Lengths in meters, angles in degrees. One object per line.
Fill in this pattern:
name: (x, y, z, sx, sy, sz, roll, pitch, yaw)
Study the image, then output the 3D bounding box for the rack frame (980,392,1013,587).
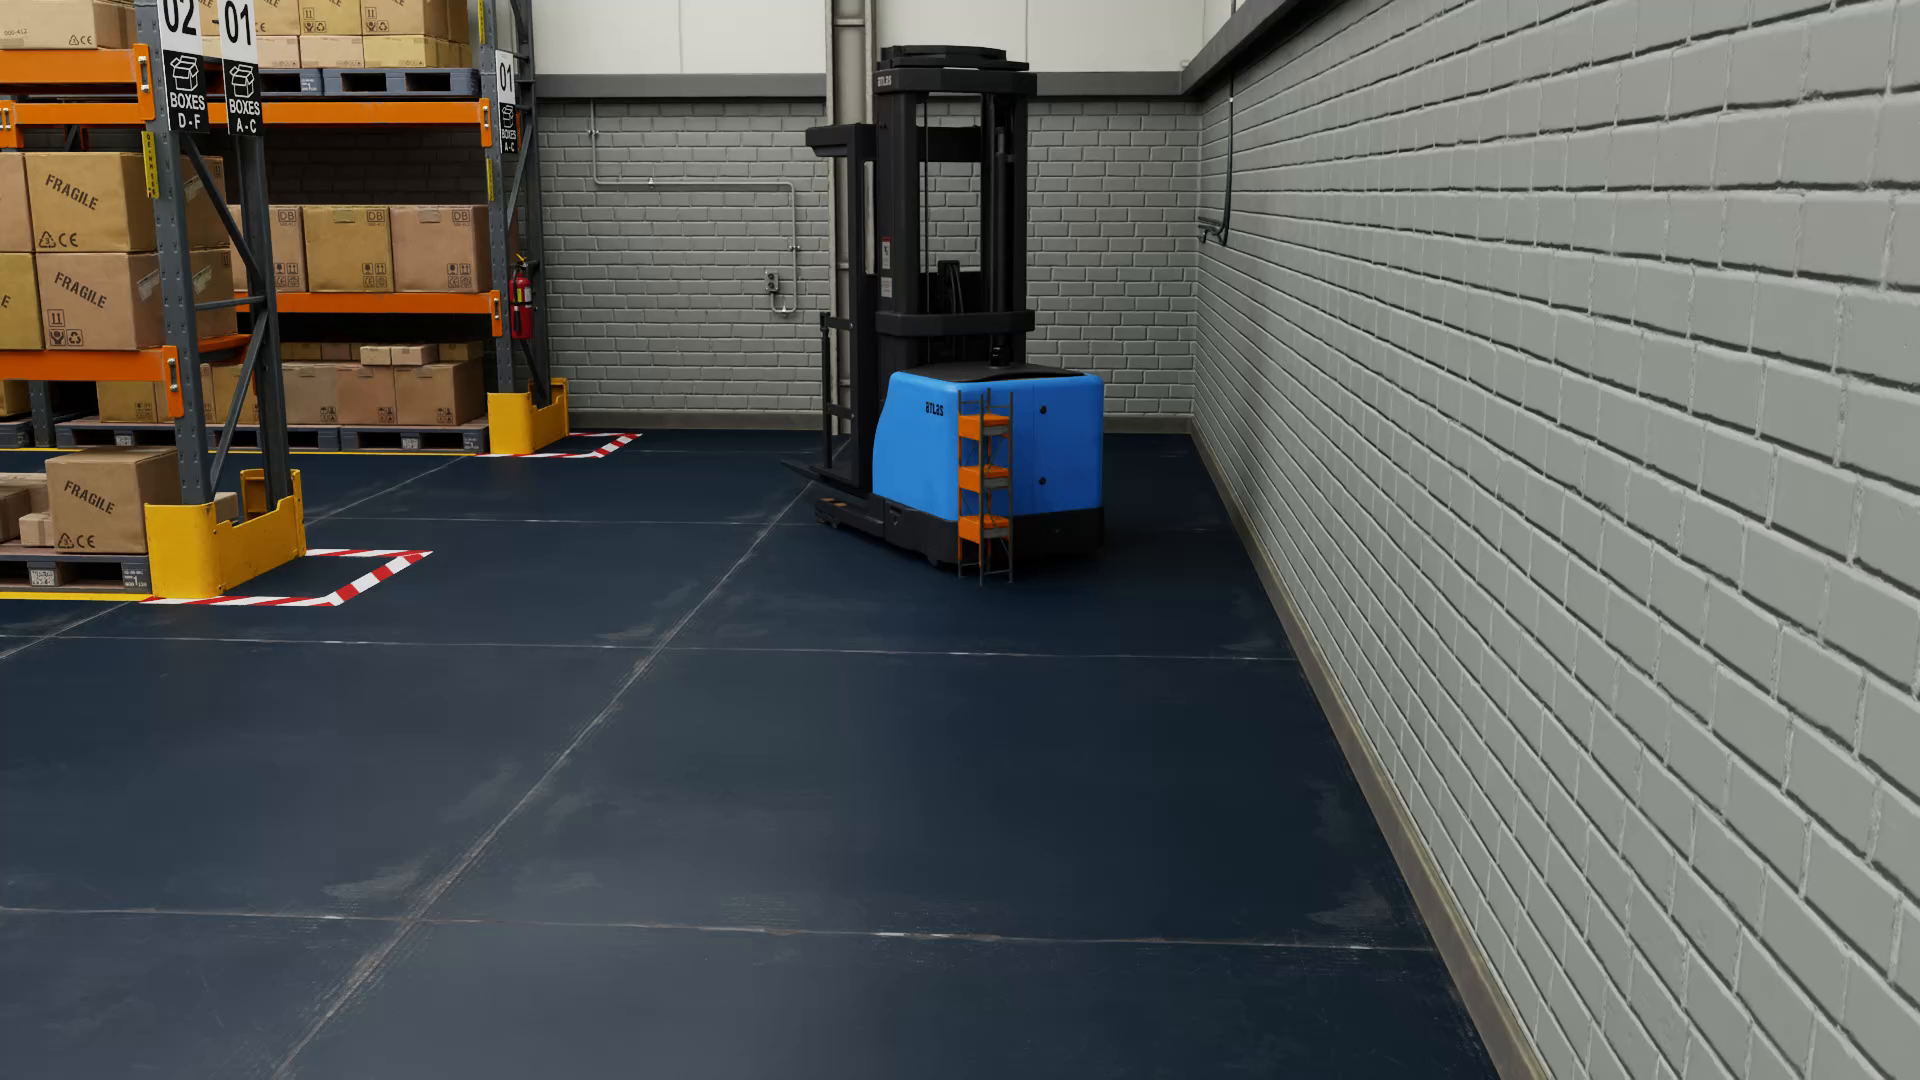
rack frame: (0.197, -0.270, 8.986, 0.200, 1.050, 0.008, -6, 13, -28)

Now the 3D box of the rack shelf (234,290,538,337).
rack shelf: (-5.675, -1.963, 14.084, 4.000, 0.370, 1.077, 1, 12, 4)

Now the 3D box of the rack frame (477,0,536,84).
rack frame: (-3.680, -5.224, 13.265, 0.127, 3.000, 1.000, 1, 12, 4)

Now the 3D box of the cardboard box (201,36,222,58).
cardboard box: (-5.979, -3.913, 13.420, 0.500, 0.250, 0.500, 0, 12, 2)

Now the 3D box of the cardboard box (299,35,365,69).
cardboard box: (-4.947, -3.900, 13.356, 0.500, 0.250, 0.500, 0, 12, 2)

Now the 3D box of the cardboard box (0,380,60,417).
cardboard box: (-8.328, -1.478, 14.234, 0.750, 0.750, 0.750, 1, 12, 4)

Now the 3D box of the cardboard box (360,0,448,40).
cardboard box: (-4.428, -4.259, 13.239, 0.500, 0.500, 0.500, 1, 12, 4)

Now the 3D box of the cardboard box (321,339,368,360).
cardboard box: (-5.256, -1.629, 14.226, 0.250, 0.149, 0.380, 1, 12, 5)

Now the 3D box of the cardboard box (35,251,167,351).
cardboard box: (-4.472, -1.275, 8.795, 0.500, 0.500, 0.500, 1, 12, 5)

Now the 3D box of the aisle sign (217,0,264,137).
aisle sign: (-3.919, -2.607, 9.058, 0.004, 0.787, 0.394, 1, 12, 4)

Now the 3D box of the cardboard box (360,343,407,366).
cardboard box: (-4.780, -1.544, 13.821, 0.250, 0.149, 0.380, 1, 12, 5)

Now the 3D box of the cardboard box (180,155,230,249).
cardboard box: (-4.432, -1.874, 9.215, 0.500, 0.500, 0.500, 1, 12, 5)

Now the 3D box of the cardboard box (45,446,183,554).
cardboard box: (-4.566, -0.225, 9.047, 0.500, 0.500, 0.500, 1, 12, 4)

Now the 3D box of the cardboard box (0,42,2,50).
cardboard box: (-5.035, -2.633, 8.569, 0.500, 0.250, 0.500, 1, 12, 4)

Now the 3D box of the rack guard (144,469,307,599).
rack guard: (-4.083, -0.053, 9.302, 0.348, 0.500, 1.175, 1, 12, 4)

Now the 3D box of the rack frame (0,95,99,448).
rack frame: (-7.671, -2.343, 14.141, 0.127, 3.000, 1.000, 1, 12, 4)

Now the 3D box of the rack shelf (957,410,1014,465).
rack shelf: (0.137, -0.559, 9.036, 0.215, 0.259, 0.240, -6, 13, -28)

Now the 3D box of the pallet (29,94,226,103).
pallet: (-6.855, -3.754, 13.779, 1.213, 0.211, 1.003, 1, 12, 4)

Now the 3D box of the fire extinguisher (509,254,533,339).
fire extinguisher: (-3.560, -1.971, 13.465, 0.183, 0.674, 0.296, 1, 12, 4)

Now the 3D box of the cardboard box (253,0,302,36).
cardboard box: (-5.448, -4.273, 13.308, 0.500, 0.500, 0.500, 0, 12, 1)

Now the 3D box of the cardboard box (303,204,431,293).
cardboard box: (-4.916, -2.447, 13.909, 0.700, 0.700, 0.980, 1, 12, 3)

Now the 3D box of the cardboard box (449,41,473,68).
cardboard box: (-4.392, -3.997, 13.822, 0.500, 0.250, 0.500, 1, 12, 7)

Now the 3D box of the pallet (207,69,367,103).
pallet: (-5.641, -3.737, 13.697, 1.213, 0.211, 1.003, 1, 12, 4)

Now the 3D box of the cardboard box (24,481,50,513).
cardboard box: (-5.029, -0.218, 9.623, 0.500, 0.250, 0.500, 1, 12, 4)

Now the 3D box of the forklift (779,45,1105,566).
forklift: (-0.292, -1.547, 10.506, 1.130, 2.935, 3.031, -6, 13, -27)

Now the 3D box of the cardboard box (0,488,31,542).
cardboard box: (-5.512, -0.122, 9.164, 0.500, 0.250, 0.500, 1, 12, 4)

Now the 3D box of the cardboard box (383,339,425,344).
cardboard box: (-4.752, -1.622, 14.194, 0.250, 0.149, 0.380, 1, 12, 4)

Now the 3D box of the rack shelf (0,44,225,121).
rack shelf: (-6.002, -2.419, 8.939, 4.000, 0.370, 1.077, 1, 12, 4)

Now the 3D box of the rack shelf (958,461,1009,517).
rack shelf: (0.138, -0.281, 9.093, 0.215, 0.259, 0.240, -6, 13, -28)

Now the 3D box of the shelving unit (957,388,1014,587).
shelving unit: (0.138, -0.291, 9.090, 0.215, 1.050, 0.252, -6, 13, -28)

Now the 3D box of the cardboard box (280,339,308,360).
cardboard box: (-5.764, -1.636, 14.260, 0.250, 0.149, 0.380, 1, 12, 3)

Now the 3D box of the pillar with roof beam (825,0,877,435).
pillar with roof beam: (-1.215, -4.485, 9.729, 0.400, 9.000, 9.100, 1, 12, 4)

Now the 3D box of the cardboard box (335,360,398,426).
cardboard box: (-4.884, -1.266, 14.073, 0.500, 0.500, 0.700, 1, 12, 4)

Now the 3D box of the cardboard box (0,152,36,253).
cardboard box: (-4.973, -1.771, 8.722, 0.500, 0.500, 0.500, 1, 12, 5)

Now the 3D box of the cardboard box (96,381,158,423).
cardboard box: (-6.931, -1.293, 14.205, 0.500, 0.500, 0.700, 1, 12, 4)

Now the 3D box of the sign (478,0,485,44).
sign: (-3.730, -4.040, 12.961, 0.005, 0.325, 0.100, 1, 12, 4)

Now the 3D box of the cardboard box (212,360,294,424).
cardboard box: (-5.918, -1.278, 14.133, 0.500, 0.500, 0.700, 1, 12, 5)

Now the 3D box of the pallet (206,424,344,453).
pallet: (-5.697, -0.935, 14.223, 1.213, 0.211, 1.003, 1, 12, 4)

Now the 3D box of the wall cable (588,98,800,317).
wall cable: (-2.339, -2.961, 14.616, 1.851, 1.984, 0.084, 1, 12, 4)

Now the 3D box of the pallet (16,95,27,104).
pallet: (-8.589, -3.720, 13.865, 1.217, 0.209, 0.805, 0, 12, 1)

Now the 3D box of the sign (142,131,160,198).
sign: (-4.064, -1.884, 8.350, 0.005, 0.325, 0.100, 1, 12, 4)

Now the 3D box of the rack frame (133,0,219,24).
rack frame: (-4.007, -4.212, 8.427, 0.127, 3.000, 1.000, 1, 12, 4)
